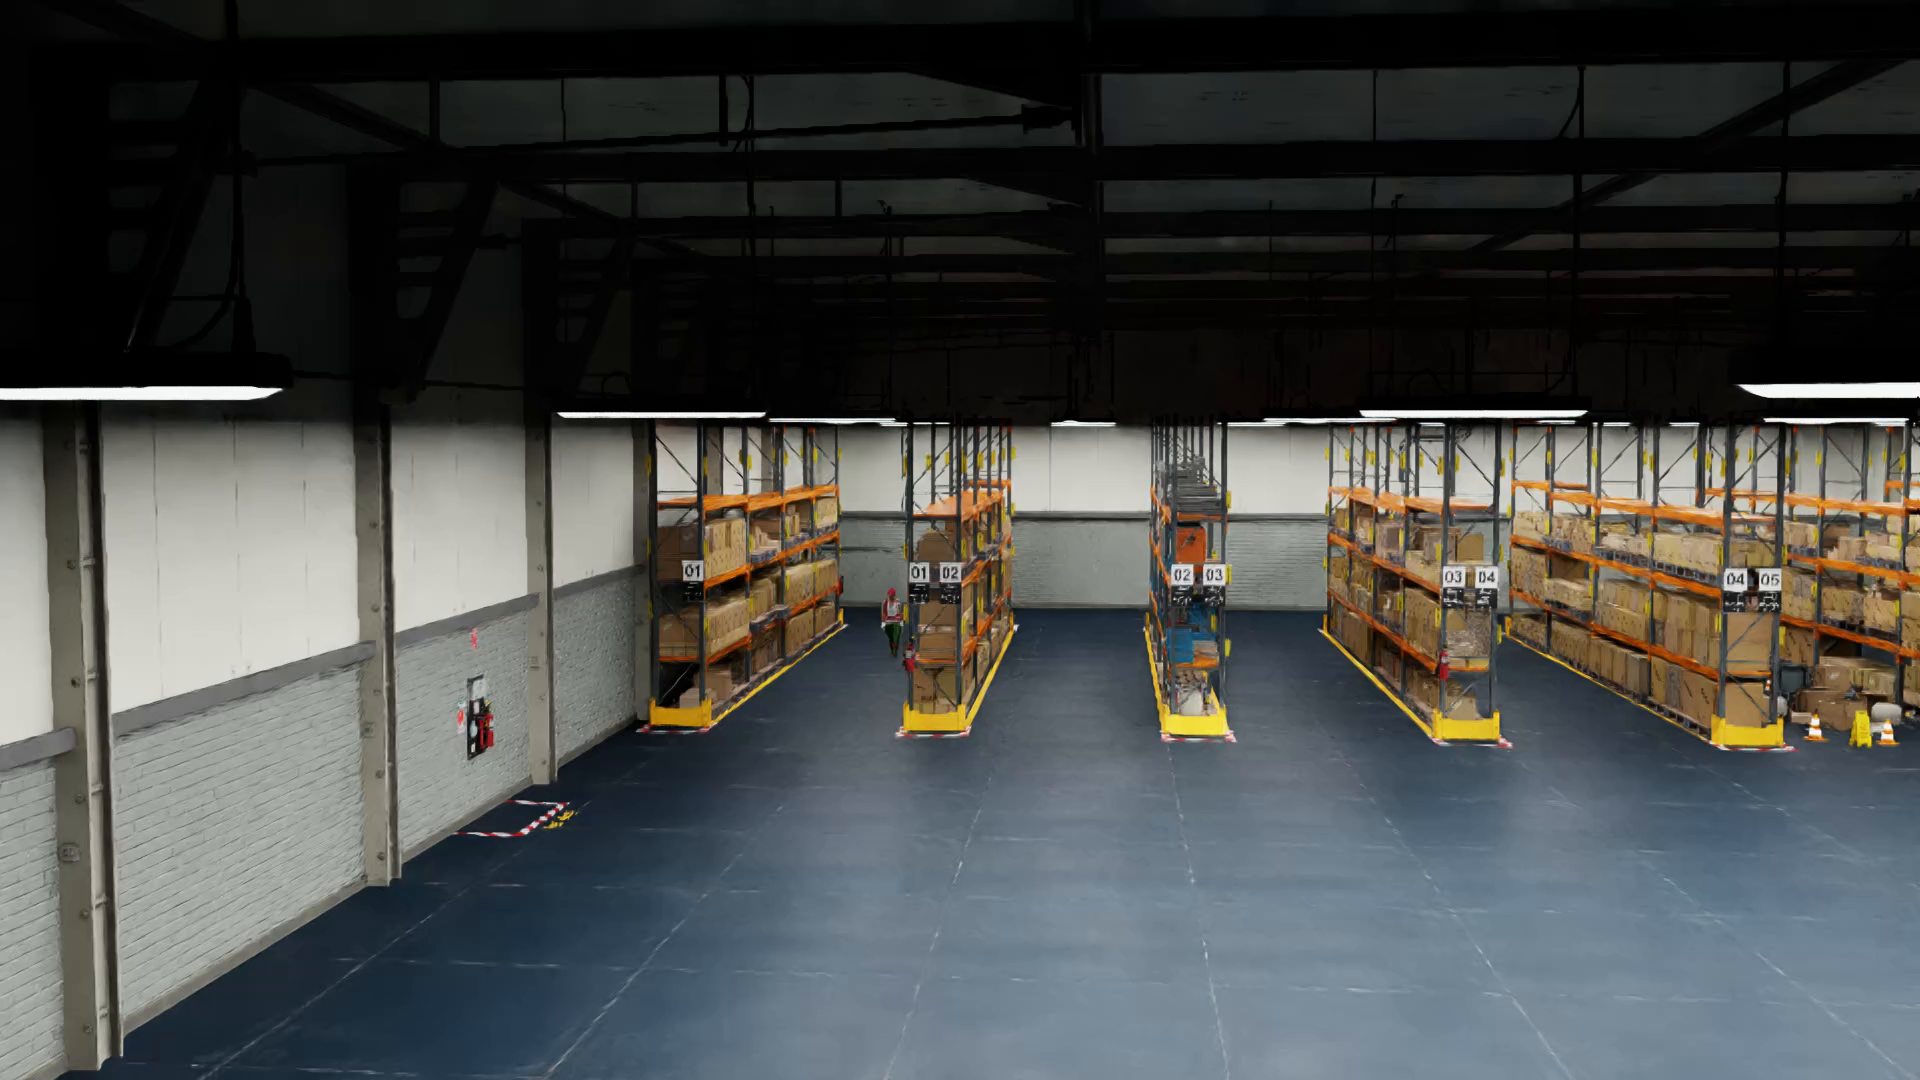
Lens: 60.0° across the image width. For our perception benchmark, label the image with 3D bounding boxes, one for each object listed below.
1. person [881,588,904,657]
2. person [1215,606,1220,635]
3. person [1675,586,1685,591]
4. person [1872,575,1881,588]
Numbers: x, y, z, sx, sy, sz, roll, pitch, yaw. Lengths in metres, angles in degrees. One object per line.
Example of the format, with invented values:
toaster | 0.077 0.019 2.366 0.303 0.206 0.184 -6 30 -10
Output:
person | -1.711 2.048 41.709 0.553 1.709 1.123 0 4 7
person | 6.929 1.867 45.358 0.461 1.596 0.986 0 4 4
person | 18.276 1.973 42.302 0.588 1.785 0.667 2 4 24
person | 25.672 1.777 46.415 0.551 1.667 0.520 -2 4 -30
